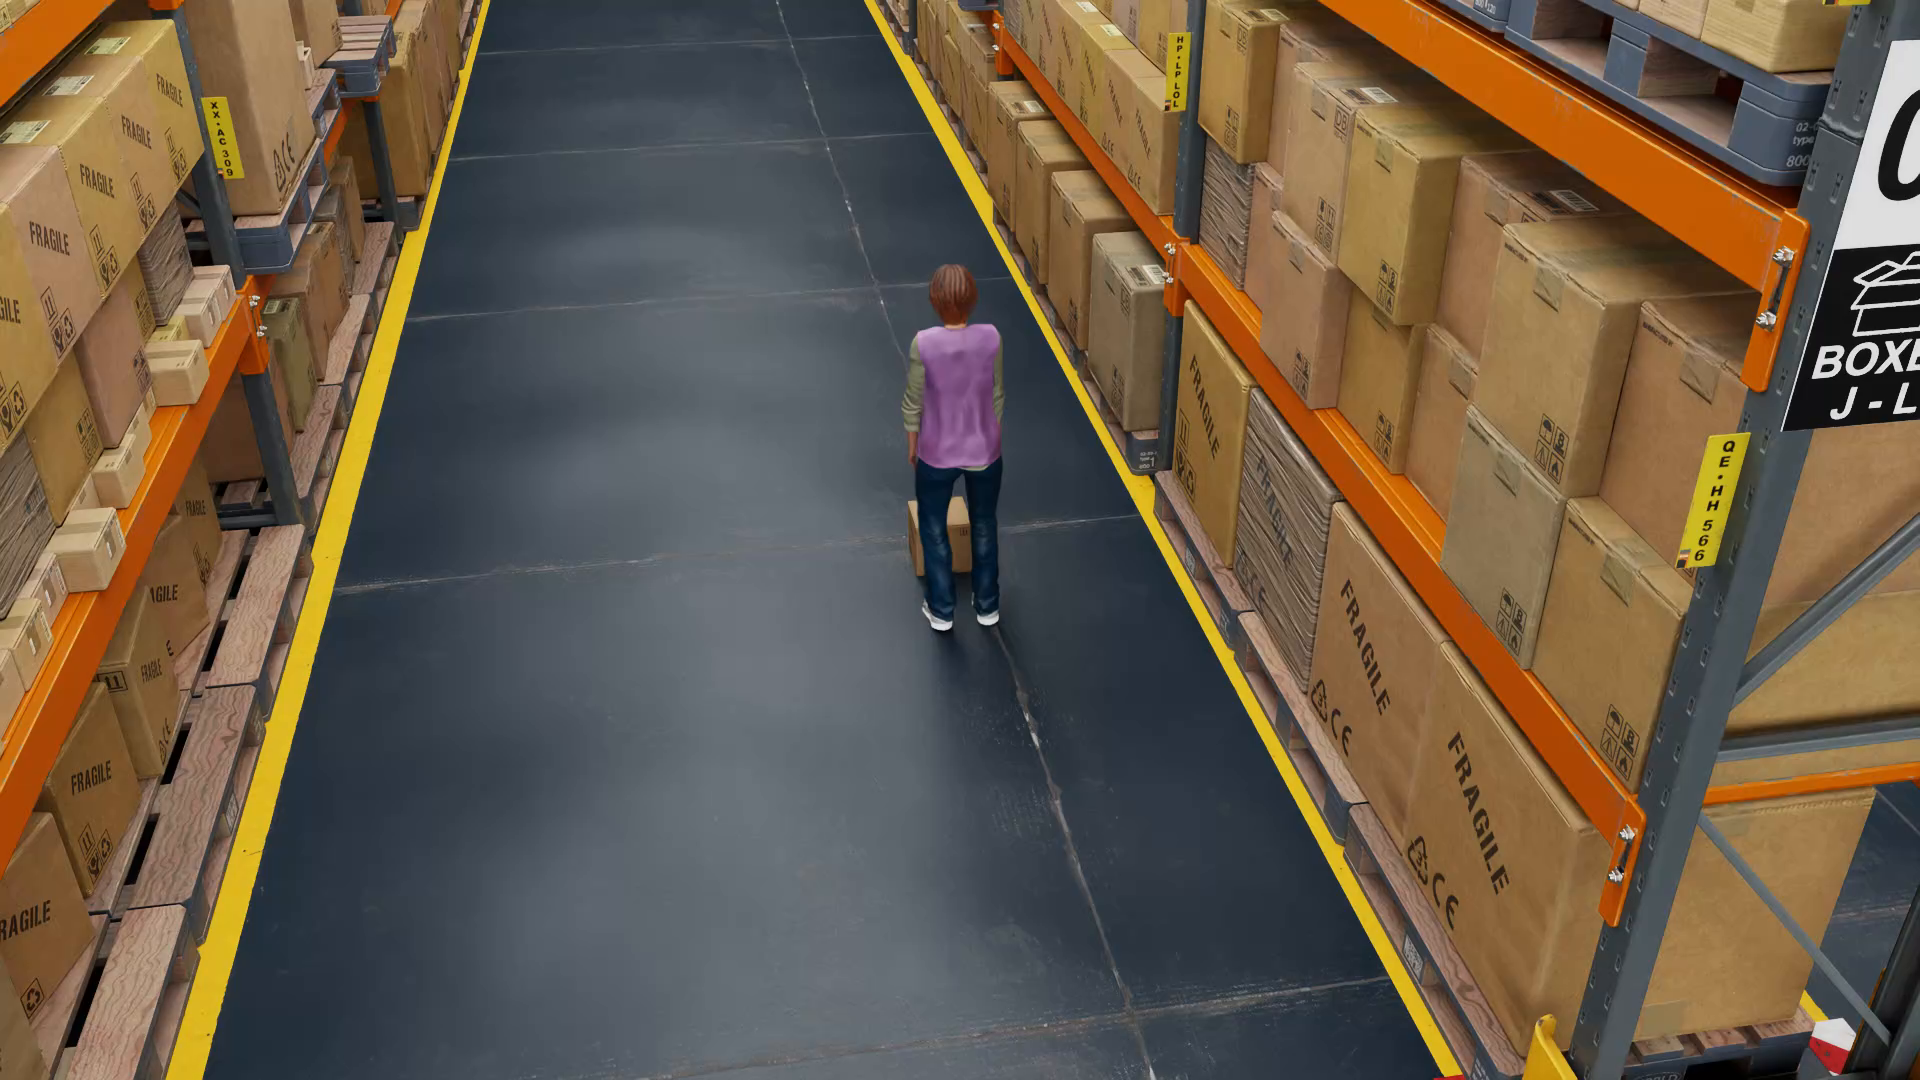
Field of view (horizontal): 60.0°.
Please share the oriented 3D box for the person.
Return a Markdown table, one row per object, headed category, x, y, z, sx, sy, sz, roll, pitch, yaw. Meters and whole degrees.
| category | x | y | z | sx | sy | sz | roll | pitch | yaw |
| --- | --- | --- | --- | --- | --- | --- | --- | --- | --- |
| person | -0.026 | -0.339 | 6.737 | 0.412 | 1.570 | 0.317 | -5 | 31 | -8 |
